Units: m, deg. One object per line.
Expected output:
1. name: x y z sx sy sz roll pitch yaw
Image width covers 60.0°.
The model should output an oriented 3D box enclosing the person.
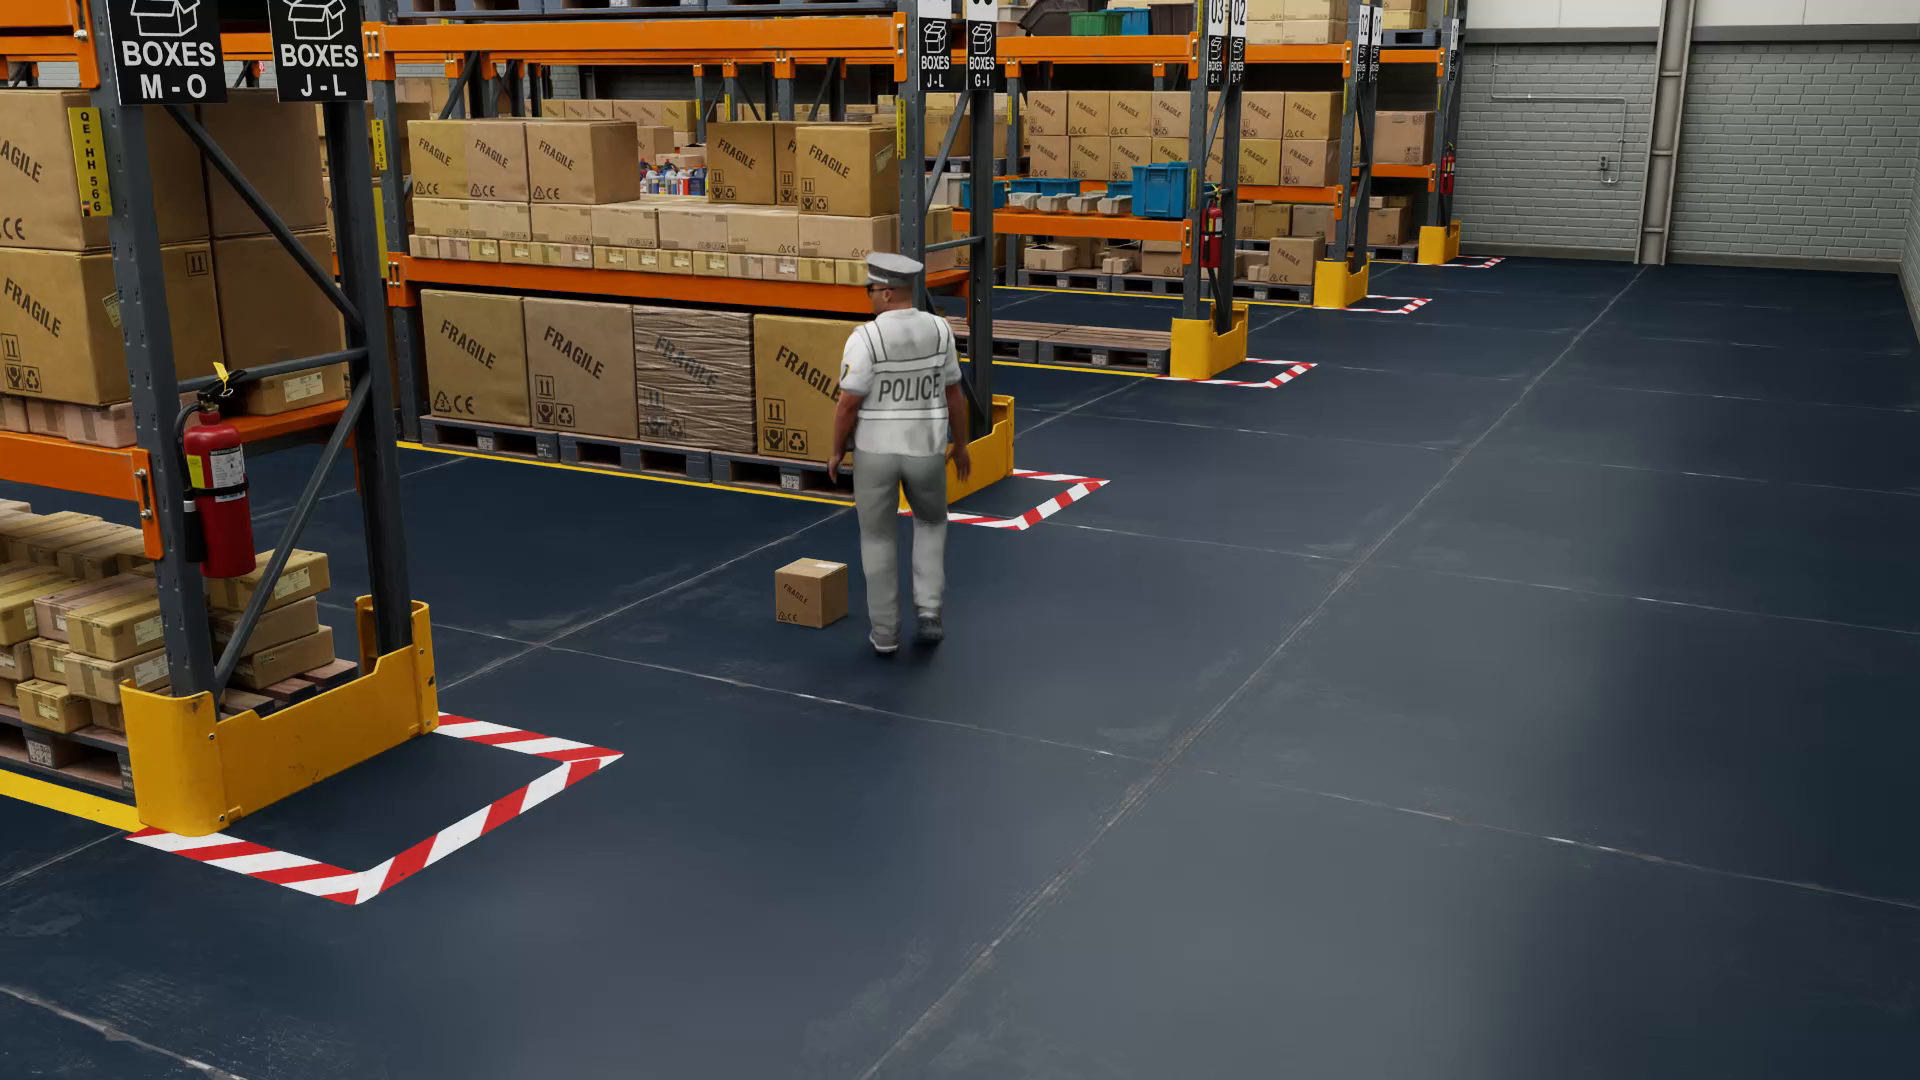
1. person: -0.248 -0.362 7.348 0.651 1.805 0.448 -4 16 -14
